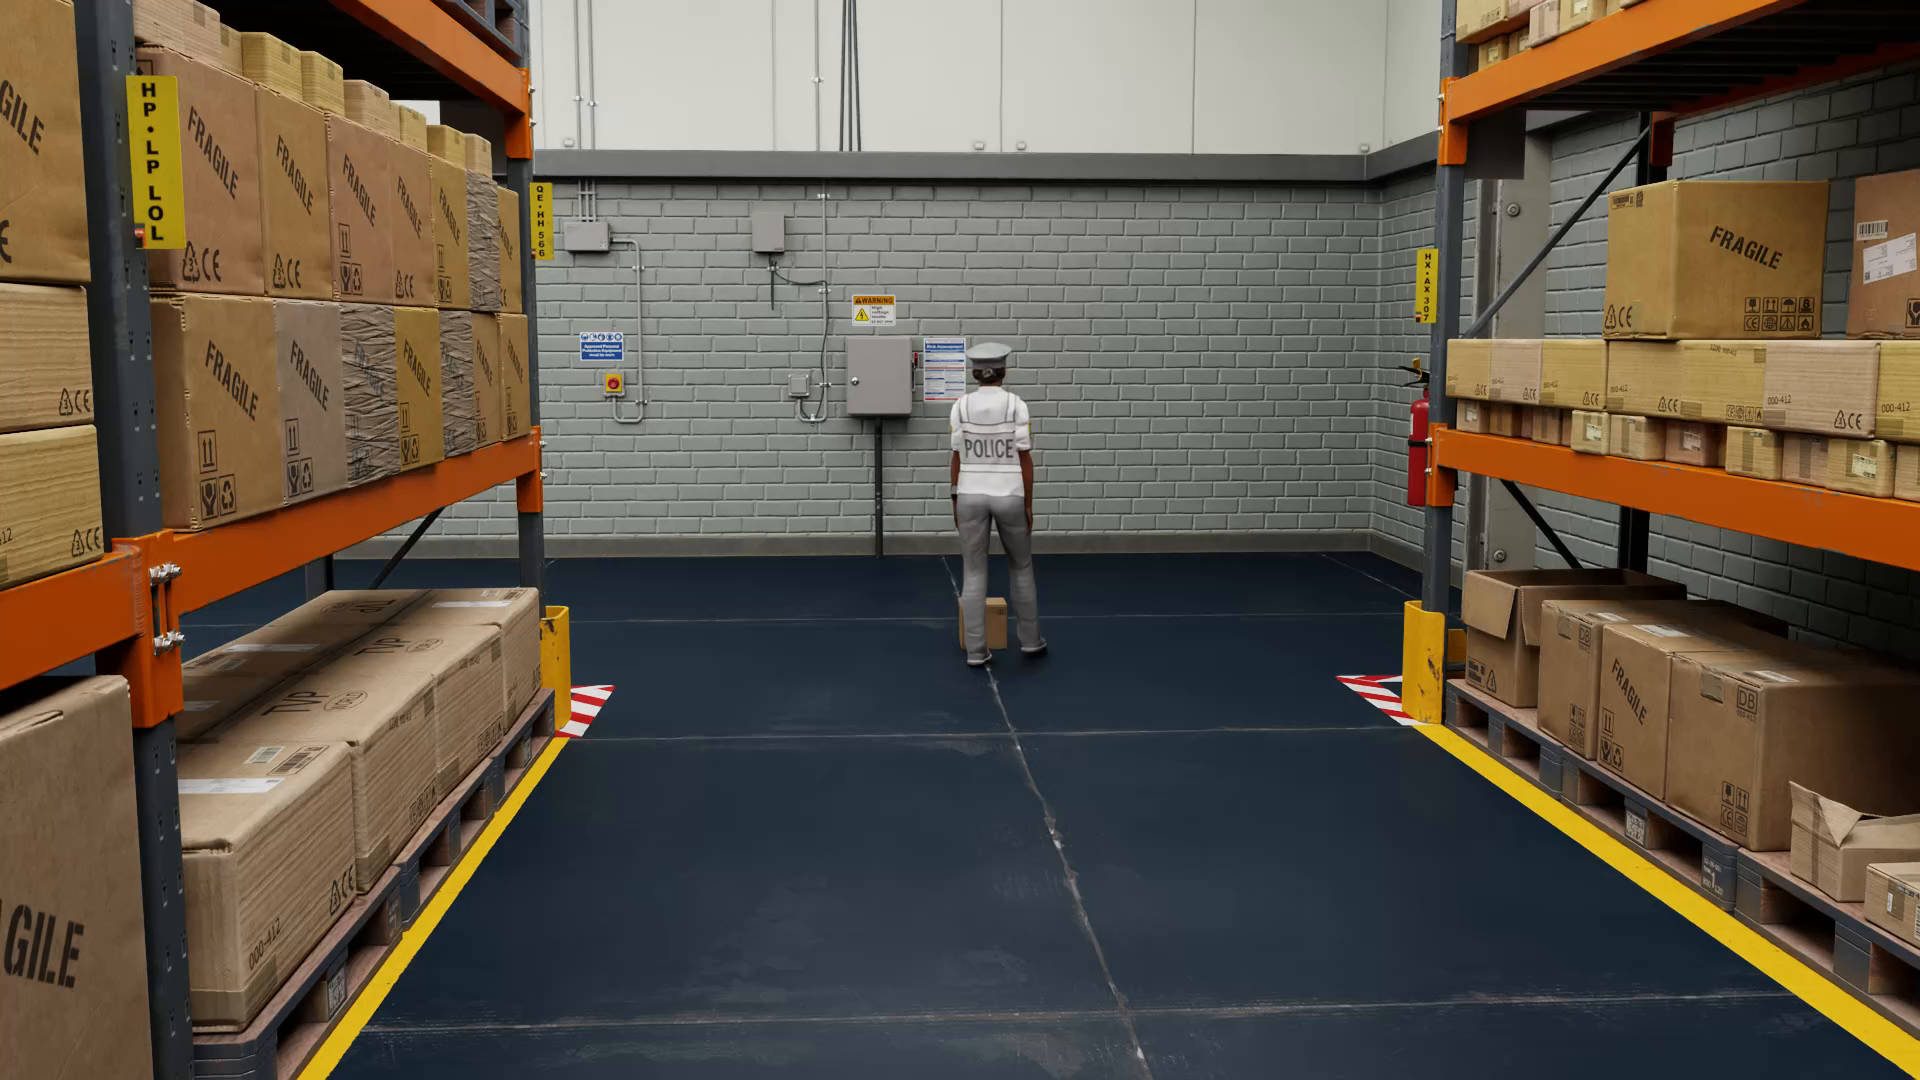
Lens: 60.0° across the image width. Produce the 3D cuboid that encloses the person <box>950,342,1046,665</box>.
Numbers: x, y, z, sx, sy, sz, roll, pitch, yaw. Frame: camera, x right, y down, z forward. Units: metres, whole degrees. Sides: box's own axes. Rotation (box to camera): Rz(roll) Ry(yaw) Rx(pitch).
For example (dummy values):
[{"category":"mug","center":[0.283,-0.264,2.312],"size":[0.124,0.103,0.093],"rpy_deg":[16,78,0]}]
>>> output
[{"category":"person","center":[0.206,-0.205,8.793],"size":[0.497,1.672,0.585],"rpy_deg":[1,7,4]}]
